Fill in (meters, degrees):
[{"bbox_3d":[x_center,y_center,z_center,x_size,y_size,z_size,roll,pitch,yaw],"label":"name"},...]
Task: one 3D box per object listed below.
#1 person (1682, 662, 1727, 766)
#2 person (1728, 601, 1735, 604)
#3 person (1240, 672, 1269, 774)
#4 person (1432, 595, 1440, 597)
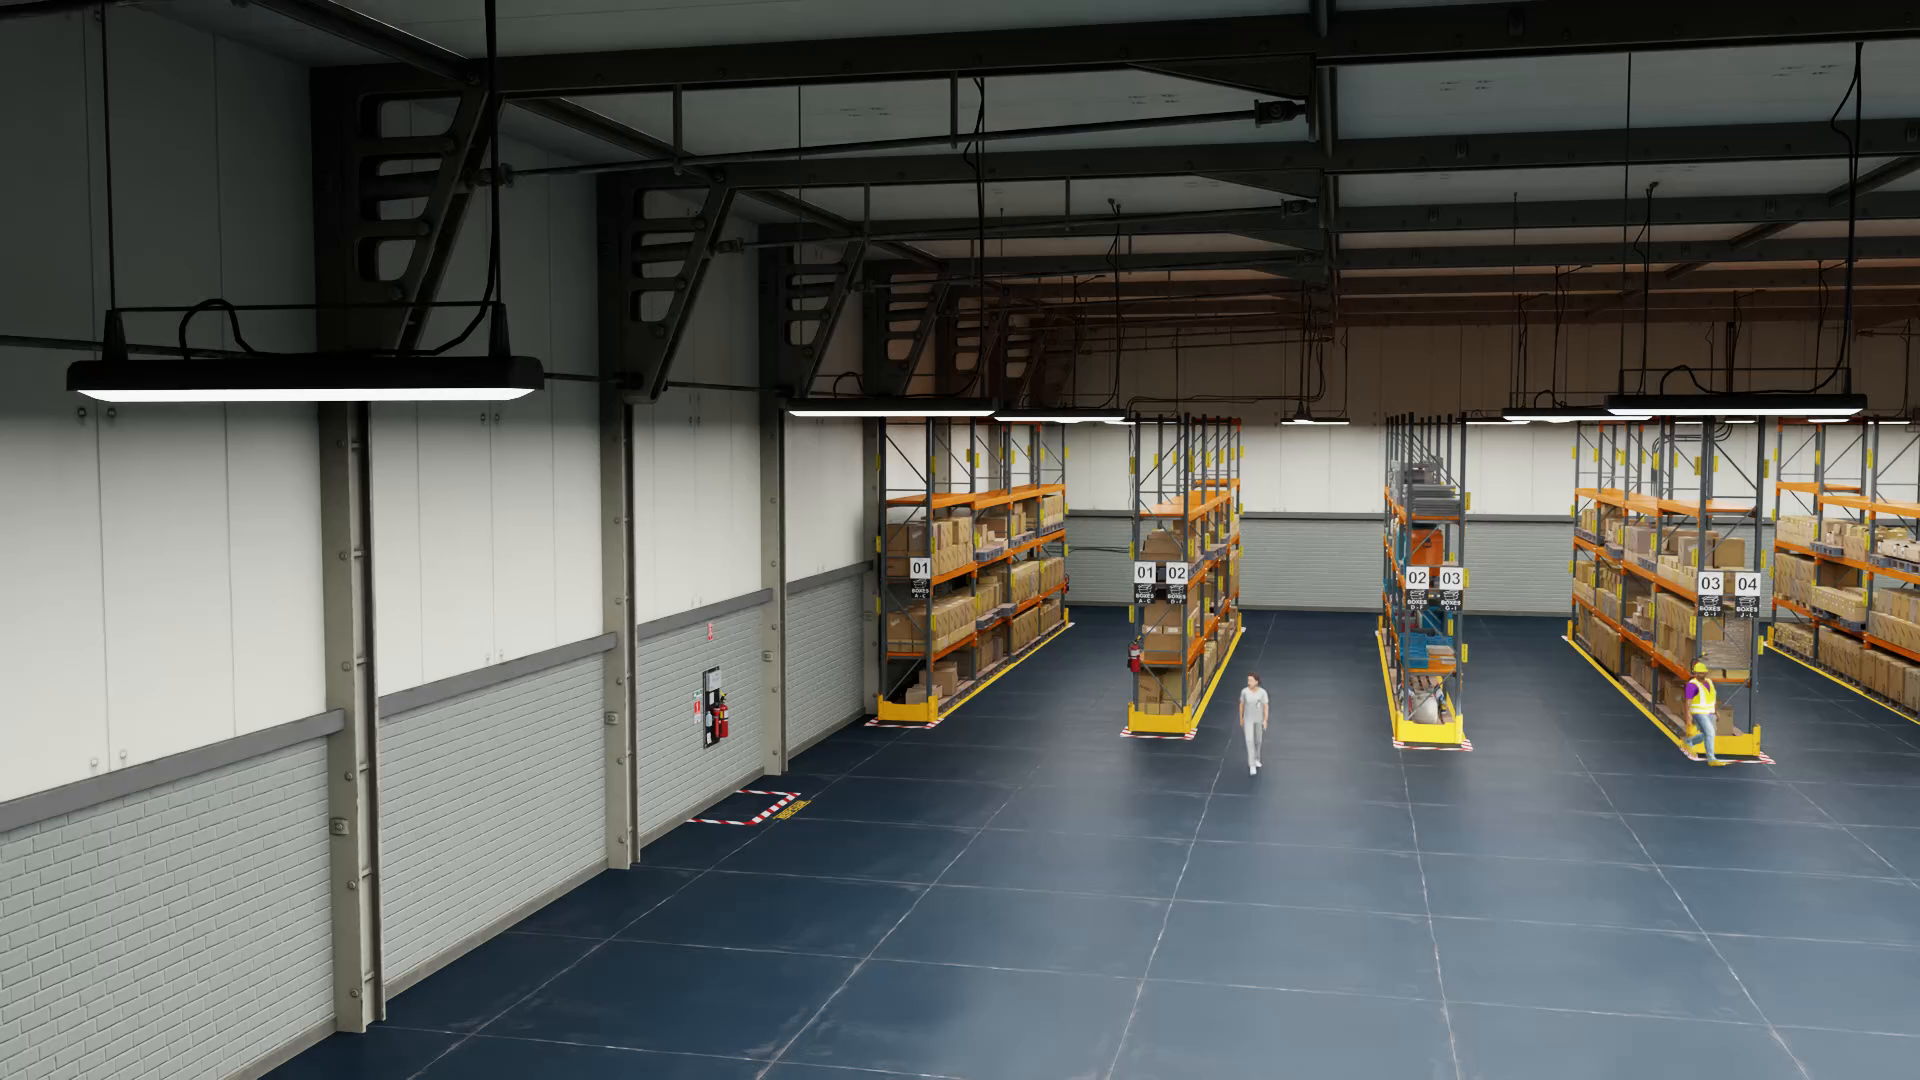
[{"bbox_3d":[12.650,2.946,28.290,0.567,1.733,0.886,-2,5,-33],"label":"person"},{"bbox_3d":[18.831,2.088,41.047,0.637,1.657,1.077,1,4,15],"label":"person"},{"bbox_3d":[4.885,3.014,27.598,0.469,1.631,0.948,0,4,6],"label":"person"},{"bbox_3d":[13.621,1.687,46.745,0.561,1.769,1.026,-1,4,-17],"label":"person"}]
